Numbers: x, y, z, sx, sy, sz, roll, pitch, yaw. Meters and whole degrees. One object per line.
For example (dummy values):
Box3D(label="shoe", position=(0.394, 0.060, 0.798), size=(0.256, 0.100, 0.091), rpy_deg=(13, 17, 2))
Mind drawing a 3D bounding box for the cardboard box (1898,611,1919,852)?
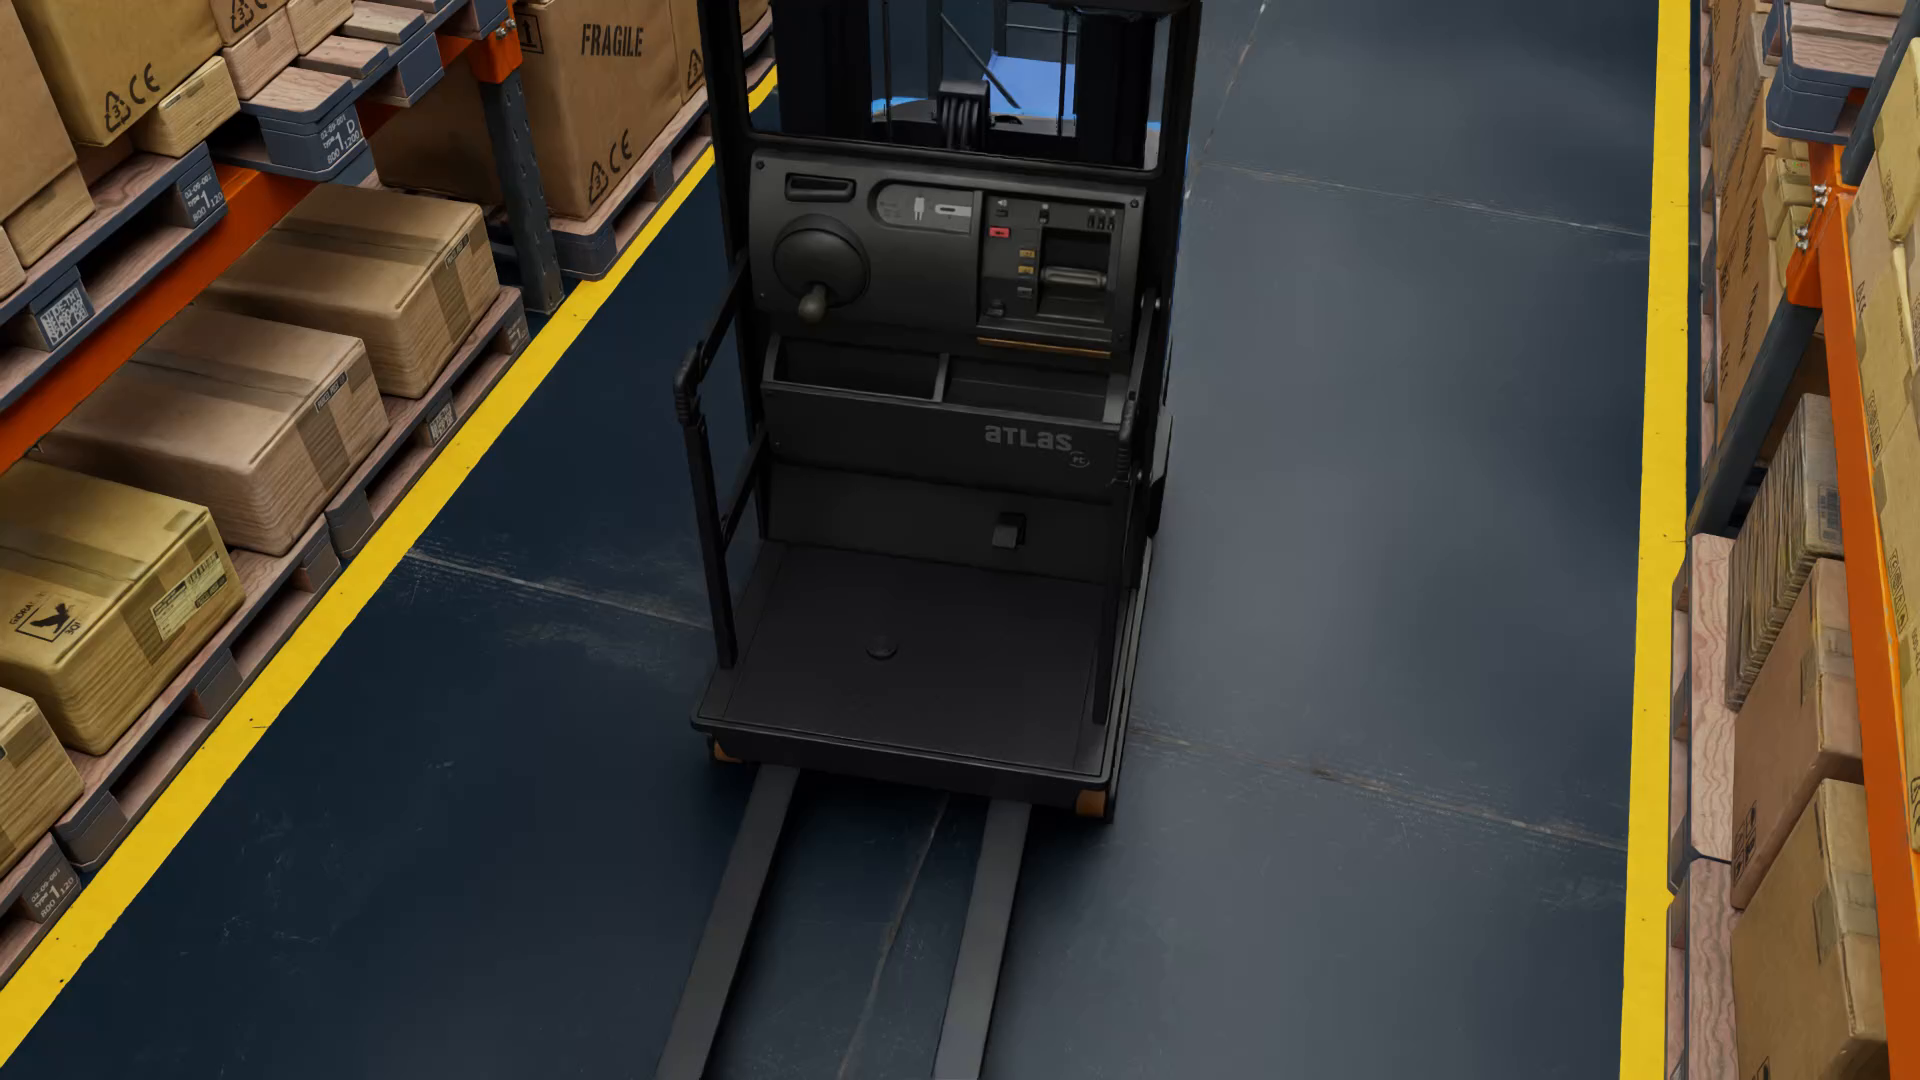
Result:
Box3D(label="cardboard box", position=(1.944, 0.339, 2.866), size=(0.500, 0.250, 0.500), rpy_deg=(14, 46, 14))

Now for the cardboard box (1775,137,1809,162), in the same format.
Box3D(label="cardboard box", position=(2.859, -1.209, 5.364), size=(0.380, 0.149, 0.250), rpy_deg=(11, 45, 11))

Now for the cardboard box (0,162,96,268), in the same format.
Box3D(label="cardboard box", position=(-2.224, -0.774, 3.776), size=(0.380, 0.149, 0.250), rpy_deg=(11, 45, 11))

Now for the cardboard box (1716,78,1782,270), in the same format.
Box3D(label="cardboard box", position=(3.017, -1.248, 5.867), size=(0.500, 0.500, 0.500), rpy_deg=(14, 46, 14))

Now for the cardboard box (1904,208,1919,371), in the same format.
Box3D(label="cardboard box", position=(2.256, -0.531, 3.397), size=(0.500, 0.250, 0.500), rpy_deg=(14, 46, 14))

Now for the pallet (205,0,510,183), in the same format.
Box3D(label="pallet", position=(-2.070, -1.466, 4.740), size=(1.213, 0.211, 1.003), rpy_deg=(13, 46, 13))

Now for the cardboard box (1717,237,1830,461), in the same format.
Box3D(label="cardboard box", position=(2.699, -0.567, 5.172), size=(0.500, 0.500, 0.500), rpy_deg=(14, 46, 14))

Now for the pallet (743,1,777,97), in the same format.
Box3D(label="pallet", position=(-1.274, -2.355, 7.506), size=(1.003, 0.211, 1.213), rpy_deg=(13, 46, 13))

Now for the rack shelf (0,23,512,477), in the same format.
Box3D(label="rack shelf", position=(-2.561, -0.442, 4.071), size=(1.077, 0.370, 4.000), rpy_deg=(13, 46, 13))

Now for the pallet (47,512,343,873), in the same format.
Box3D(label="pallet", position=(-2.565, 0.296, 4.797), size=(1.003, 0.211, 1.213), rpy_deg=(13, 46, 13))

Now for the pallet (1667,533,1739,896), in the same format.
Box3D(label="pallet", position=(2.490, 0.554, 4.533), size=(1.003, 0.211, 1.213), rpy_deg=(13, 46, 13))

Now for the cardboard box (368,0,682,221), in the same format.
Box3D(label="cardboard box", position=(-1.667, -1.865, 6.230), size=(0.875, 0.875, 0.875), rpy_deg=(12, 46, 12))

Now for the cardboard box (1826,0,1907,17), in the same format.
Box3D(label="cardboard box", position=(2.609, -1.562, 4.581), size=(0.380, 0.149, 0.250), rpy_deg=(13, 46, 13))

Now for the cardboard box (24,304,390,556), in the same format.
Box3D(label="cardboard box", position=(-2.352, -0.375, 5.067), size=(0.950, 0.372, 0.625), rpy_deg=(12, 46, 12))

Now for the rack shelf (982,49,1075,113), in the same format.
Box3D(label="rack shelf", position=(0.260, -1.377, 5.842), size=(0.538, 0.185, 1.000), rpy_deg=(9, 45, 9))

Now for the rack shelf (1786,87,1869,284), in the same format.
Box3D(label="rack shelf", position=(3.382, -2.059, 5.724), size=(1.077, 0.370, 4.000), rpy_deg=(13, 46, 13))

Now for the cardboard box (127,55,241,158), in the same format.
Box3D(label="cardboard box", position=(-2.030, -1.100, 4.109), size=(0.380, 0.149, 0.250), rpy_deg=(13, 46, 13))

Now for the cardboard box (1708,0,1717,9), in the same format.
Box3D(label="cardboard box", position=(3.627, -2.631, 7.281), size=(0.500, 0.500, 0.500), rpy_deg=(14, 46, 14))

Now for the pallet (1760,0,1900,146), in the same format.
Box3D(label="pallet", position=(2.915, -1.381, 4.654), size=(1.213, 0.211, 1.003), rpy_deg=(13, 46, 13))

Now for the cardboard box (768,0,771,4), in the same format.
Box3D(label="cardboard box", position=(-1.122, -3.055, 7.446), size=(0.875, 0.875, 0.875), rpy_deg=(14, 46, 14))

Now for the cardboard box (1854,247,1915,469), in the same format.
Box3D(label="cardboard box", position=(2.252, -0.351, 3.571), size=(0.500, 0.250, 0.500), rpy_deg=(12, 46, 12))

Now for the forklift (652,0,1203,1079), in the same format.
Box3D(label="forklift", position=(-0.078, -0.584, 3.751), size=(1.130, 2.935, 3.031), rpy_deg=(8, 45, 8))

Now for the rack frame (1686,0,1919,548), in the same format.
Box3D(label="rack frame", position=(2.776, -0.983, 4.110), size=(1.000, 3.000, 0.127), rpy_deg=(13, 46, 13))

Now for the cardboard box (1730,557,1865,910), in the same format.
Box3D(label="cardboard box", position=(2.384, 0.566, 3.925), size=(0.875, 0.625, 0.625), rpy_deg=(14, 46, 14))

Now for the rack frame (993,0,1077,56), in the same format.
Box3D(label="rack frame", position=(0.371, -1.853, 6.071), size=(0.500, 1.500, 0.032), rpy_deg=(9, 45, 9))

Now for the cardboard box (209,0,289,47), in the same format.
Box3D(label="cardboard box", position=(-1.974, -1.615, 4.171), size=(0.500, 0.500, 0.500), rpy_deg=(12, 46, 12))

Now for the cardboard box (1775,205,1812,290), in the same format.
Box3D(label="cardboard box", position=(2.684, -0.854, 5.002), size=(0.380, 0.149, 0.250), rpy_deg=(10, 45, 11))

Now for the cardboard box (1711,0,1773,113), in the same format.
Box3D(label="cardboard box", position=(3.319, -1.942, 6.577), size=(0.500, 0.500, 0.500), rpy_deg=(11, 45, 11))

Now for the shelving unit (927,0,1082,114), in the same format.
Box3D(label="shelving unit", position=(0.260, -1.506, 5.716), size=(0.538, 1.500, 1.048), rpy_deg=(9, 45, 9))

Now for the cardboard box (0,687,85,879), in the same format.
Box3D(label="cardboard box", position=(-2.796, 0.593, 4.077), size=(0.950, 0.372, 0.625), rpy_deg=(15, 46, 15))

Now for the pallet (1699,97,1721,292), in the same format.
Box3D(label="pallet", position=(3.410, -1.286, 6.414), size=(1.003, 0.211, 1.213), rpy_deg=(13, 46, 13))

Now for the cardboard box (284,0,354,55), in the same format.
Box3D(label="cardboard box", position=(-1.876, -1.452, 4.469), size=(0.380, 0.149, 0.250), rpy_deg=(12, 46, 12))

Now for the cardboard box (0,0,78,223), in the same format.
Box3D(label="cardboard box", position=(-2.292, -0.915, 3.456), size=(0.500, 0.500, 0.500), rpy_deg=(11, 45, 11))
